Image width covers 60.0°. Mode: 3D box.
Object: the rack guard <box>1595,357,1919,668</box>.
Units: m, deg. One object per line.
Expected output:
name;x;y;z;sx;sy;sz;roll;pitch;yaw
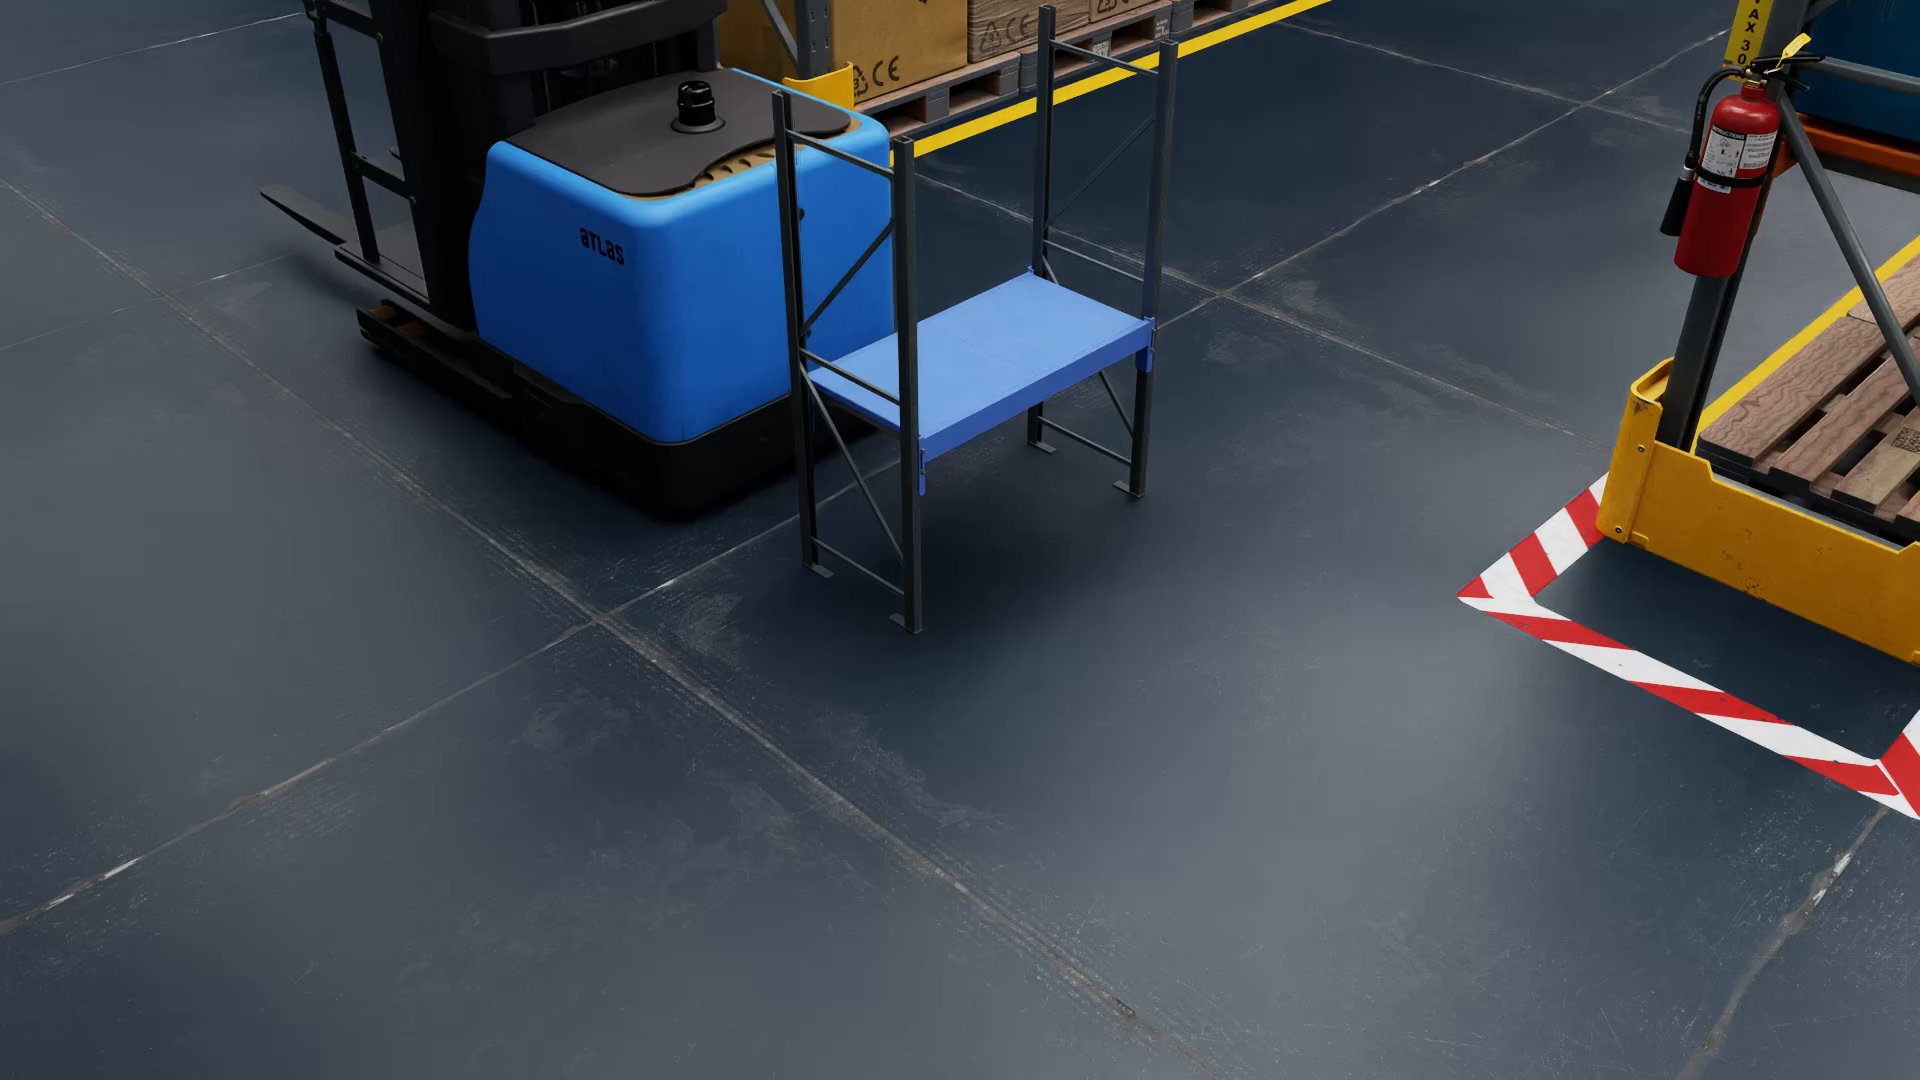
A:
rack guard;2.538;-0.078;4.924;1.175;0.500;0.348;30;45;35

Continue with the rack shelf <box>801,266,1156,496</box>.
rack shelf;0.060;-0.502;4.974;0.538;0.185;1.000;30;45;35

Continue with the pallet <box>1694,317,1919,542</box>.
pallet;3.154;-0.293;5.486;1.003;0.211;1.213;30;45;35

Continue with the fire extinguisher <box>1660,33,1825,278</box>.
fire extinguisher;2.117;-1.055;4.534;0.296;0.674;0.183;30;45;35

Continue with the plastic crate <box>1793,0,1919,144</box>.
plastic crate;2.649;-1.368;4.506;0.616;0.435;0.499;30;45;35

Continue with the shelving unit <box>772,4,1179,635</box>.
shelving unit;0.060;-0.650;4.871;0.538;1.500;1.048;30;45;35

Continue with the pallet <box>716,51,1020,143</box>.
pallet;-0.462;-2.326;8.401;1.003;0.211;1.213;30;45;35

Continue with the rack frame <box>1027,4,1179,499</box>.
rack frame;0.418;-0.856;5.167;0.500;1.500;0.032;30;45;35

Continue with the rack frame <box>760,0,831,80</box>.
rack frame;-0.970;-3.114;7.093;1.000;3.000;0.127;30;45;35

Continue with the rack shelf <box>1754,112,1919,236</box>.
rack shelf;3.954;-1.635;5.601;1.077;0.370;4.000;30;45;35

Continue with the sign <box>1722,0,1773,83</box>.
sign;2.144;-1.400;4.492;0.100;0.325;0.005;30;45;35

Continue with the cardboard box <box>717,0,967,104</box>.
cardboard box;-0.575;-2.707;7.999;0.875;0.875;0.875;30;45;35

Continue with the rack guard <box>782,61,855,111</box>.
rack guard;-0.986;-2.079;7.794;1.175;0.500;0.348;30;45;35

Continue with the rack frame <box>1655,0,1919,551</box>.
rack frame;2.545;-1.118;4.231;1.000;3.000;0.127;30;45;35

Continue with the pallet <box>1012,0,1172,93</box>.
pallet;0.398;-2.819;9.108;1.003;0.211;1.213;30;45;35

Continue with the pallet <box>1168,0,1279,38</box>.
pallet;1.257;-3.317;9.822;1.003;0.211;1.213;30;45;35

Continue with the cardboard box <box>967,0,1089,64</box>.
cardboard box;0.066;-3.076;8.529;0.875;0.875;0.875;30;45;35

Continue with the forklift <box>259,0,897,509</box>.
forklift;-1.619;-2.031;5.600;3.031;2.935;1.130;29;44;35

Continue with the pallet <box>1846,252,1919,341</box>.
pallet;4.013;-0.786;6.193;1.003;0.211;1.213;30;45;35

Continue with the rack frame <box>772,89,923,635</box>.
rack frame;-0.298;-0.443;4.575;0.500;1.500;0.032;30;45;35

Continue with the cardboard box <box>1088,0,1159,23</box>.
cardboard box;0.693;-3.438;9.047;0.875;0.875;0.875;30;45;35
